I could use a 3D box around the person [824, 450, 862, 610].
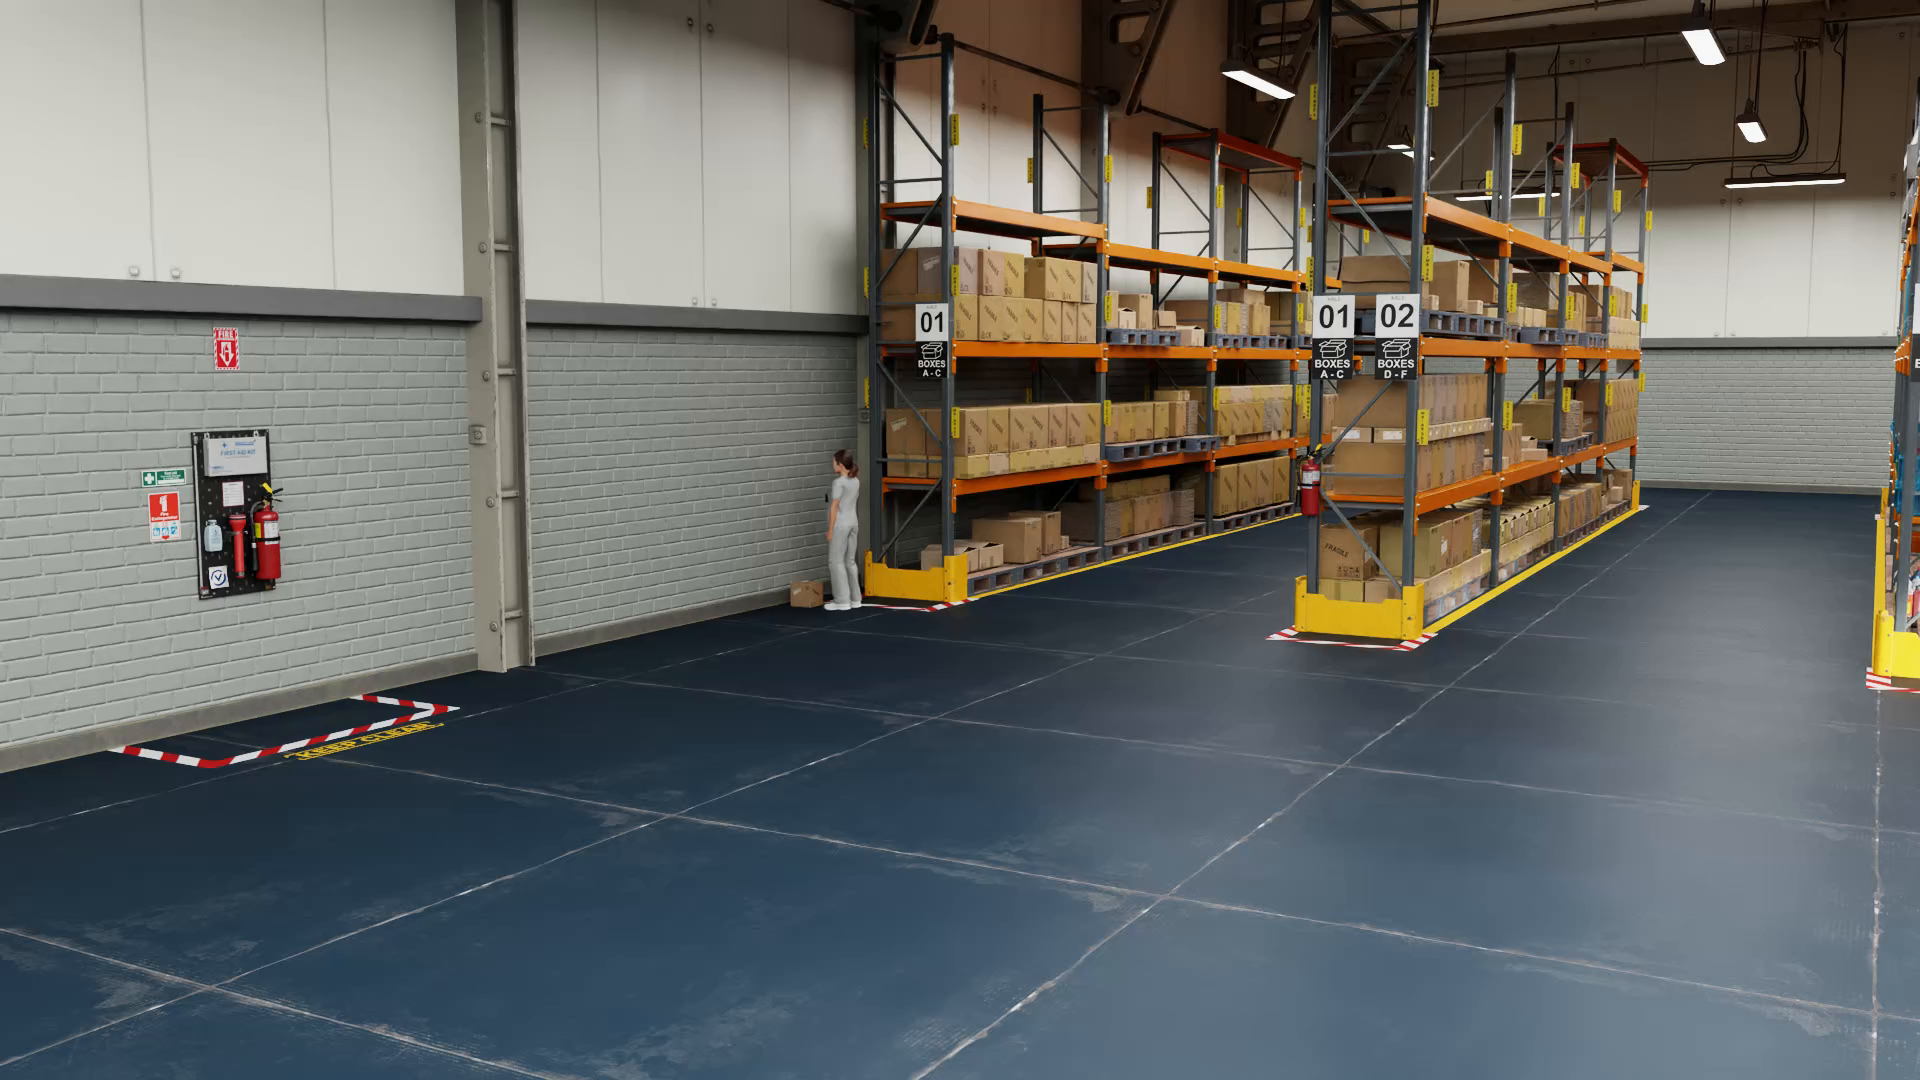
[{"bbox_3d":[-1.213,-0.106,17.368,0.362,1.672,0.438,3,7,30],"label":"person"}]
